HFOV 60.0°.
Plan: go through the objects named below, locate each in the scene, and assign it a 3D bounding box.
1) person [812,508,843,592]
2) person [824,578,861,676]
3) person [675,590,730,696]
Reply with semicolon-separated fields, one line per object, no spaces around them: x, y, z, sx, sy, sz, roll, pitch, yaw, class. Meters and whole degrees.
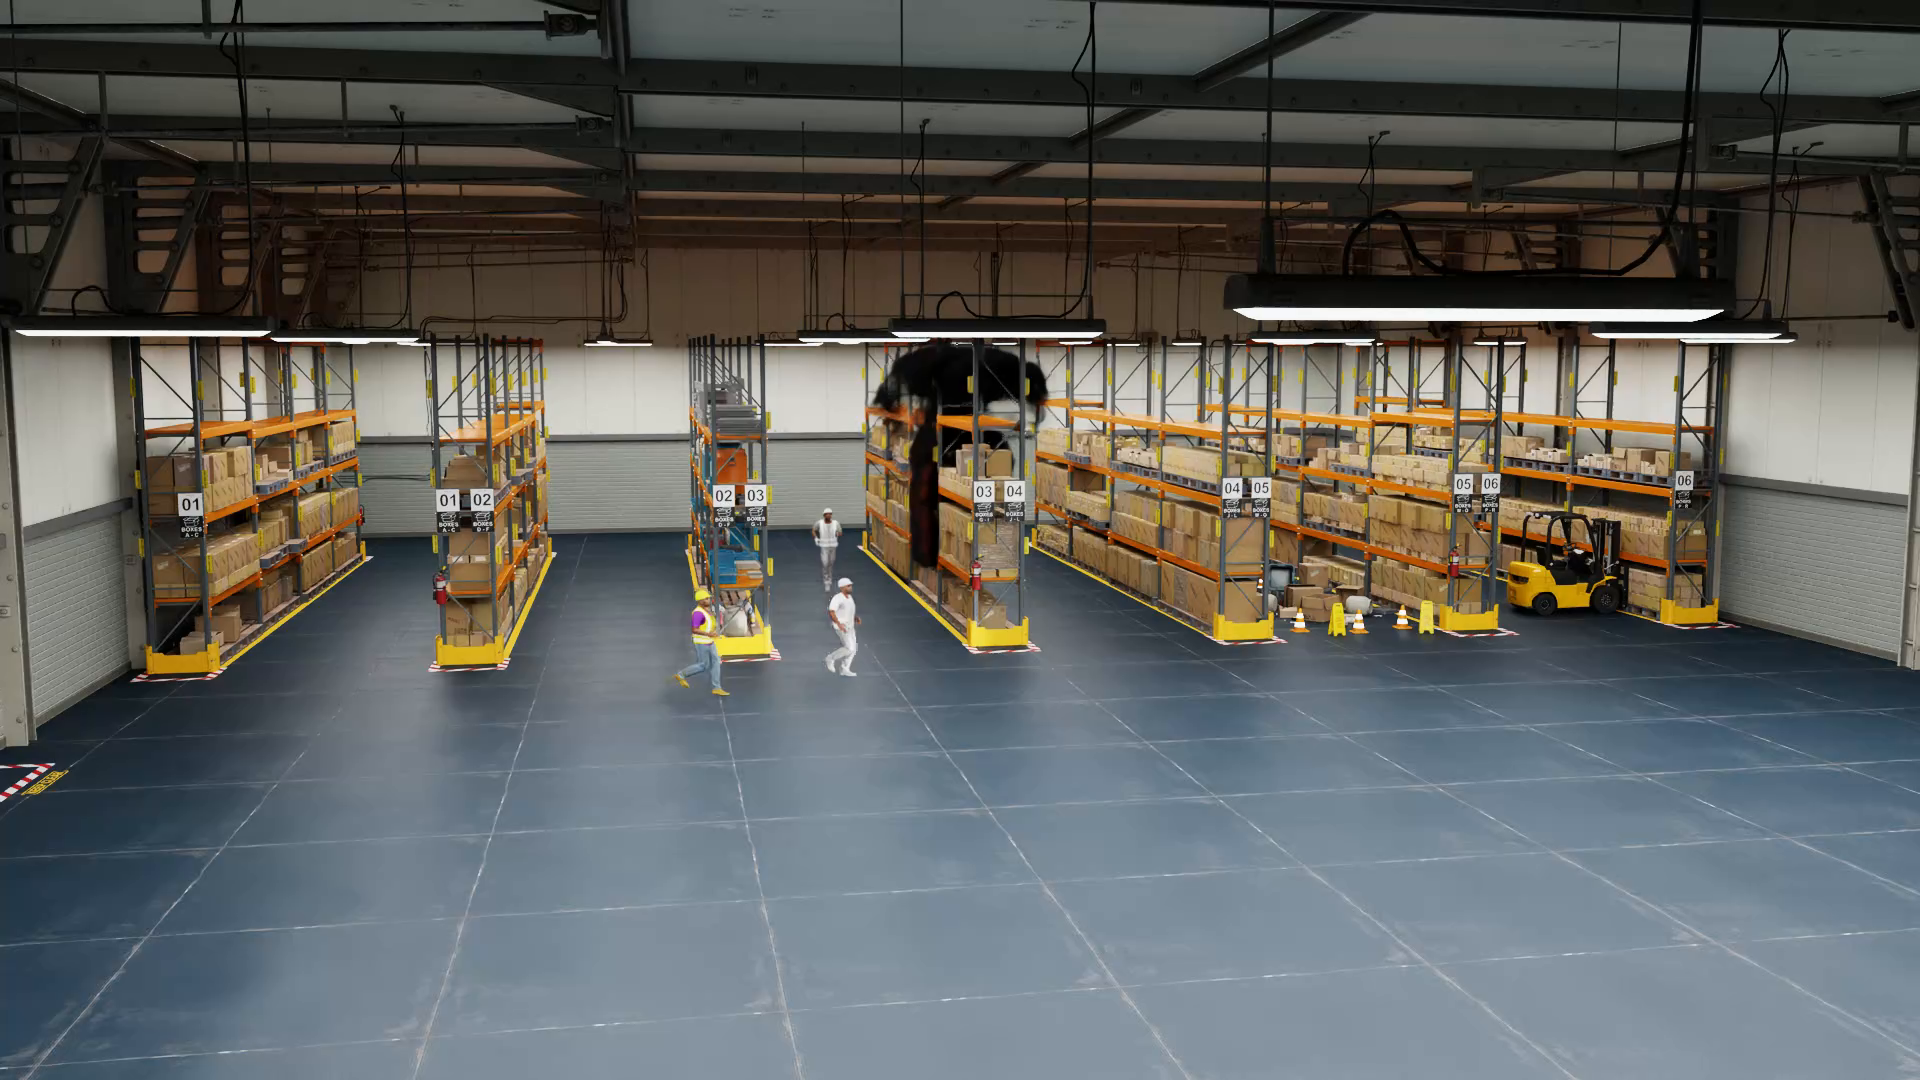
-2.997;0.207;37.887;0.661;1.868;0.724;-2;7;-18;person
-2.066;1.525;29.229;0.577;1.736;0.718;2;7;18;person
-4.266;1.710;27.530;0.915;1.767;0.699;1;7;9;person
